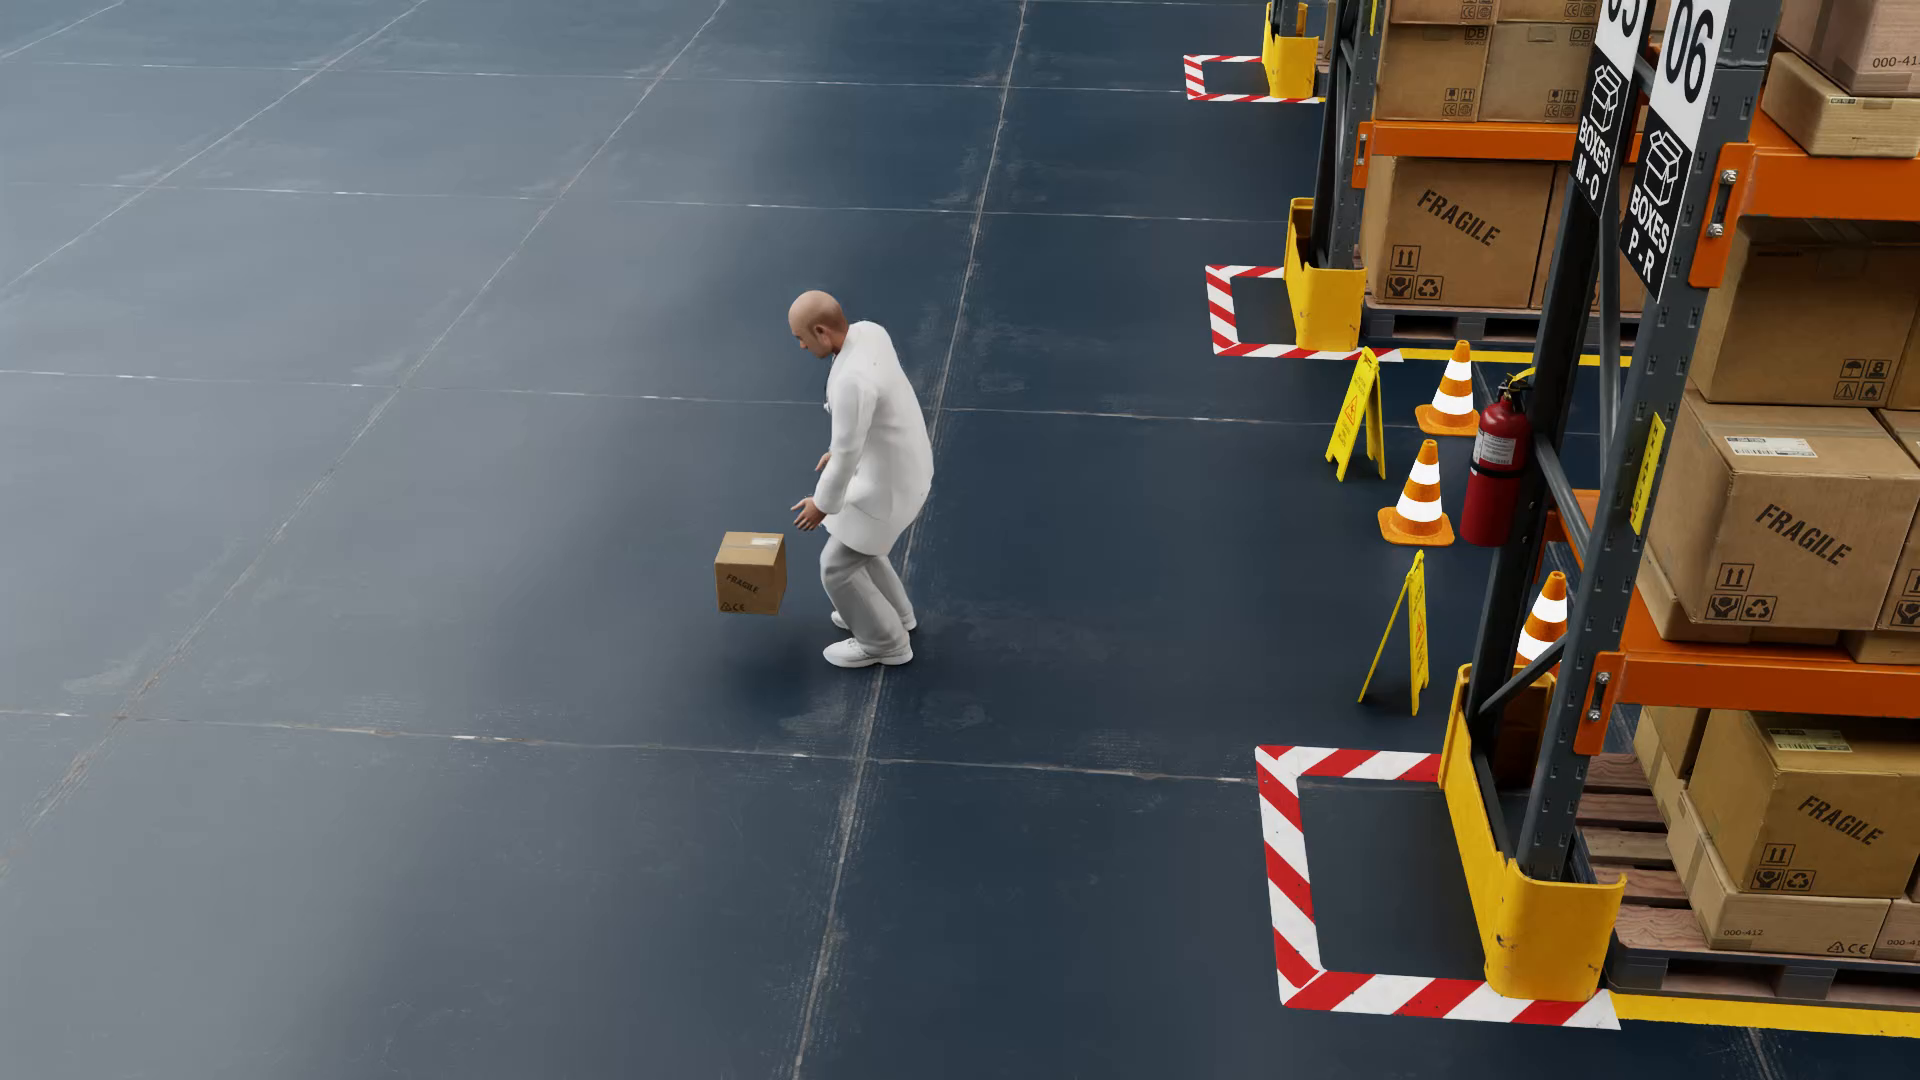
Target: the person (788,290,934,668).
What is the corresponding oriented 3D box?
[{"bbox_3d":[-0.381,-0.232,6.684,0.539,1.623,0.615,3,32,5],"label":"person"}]
